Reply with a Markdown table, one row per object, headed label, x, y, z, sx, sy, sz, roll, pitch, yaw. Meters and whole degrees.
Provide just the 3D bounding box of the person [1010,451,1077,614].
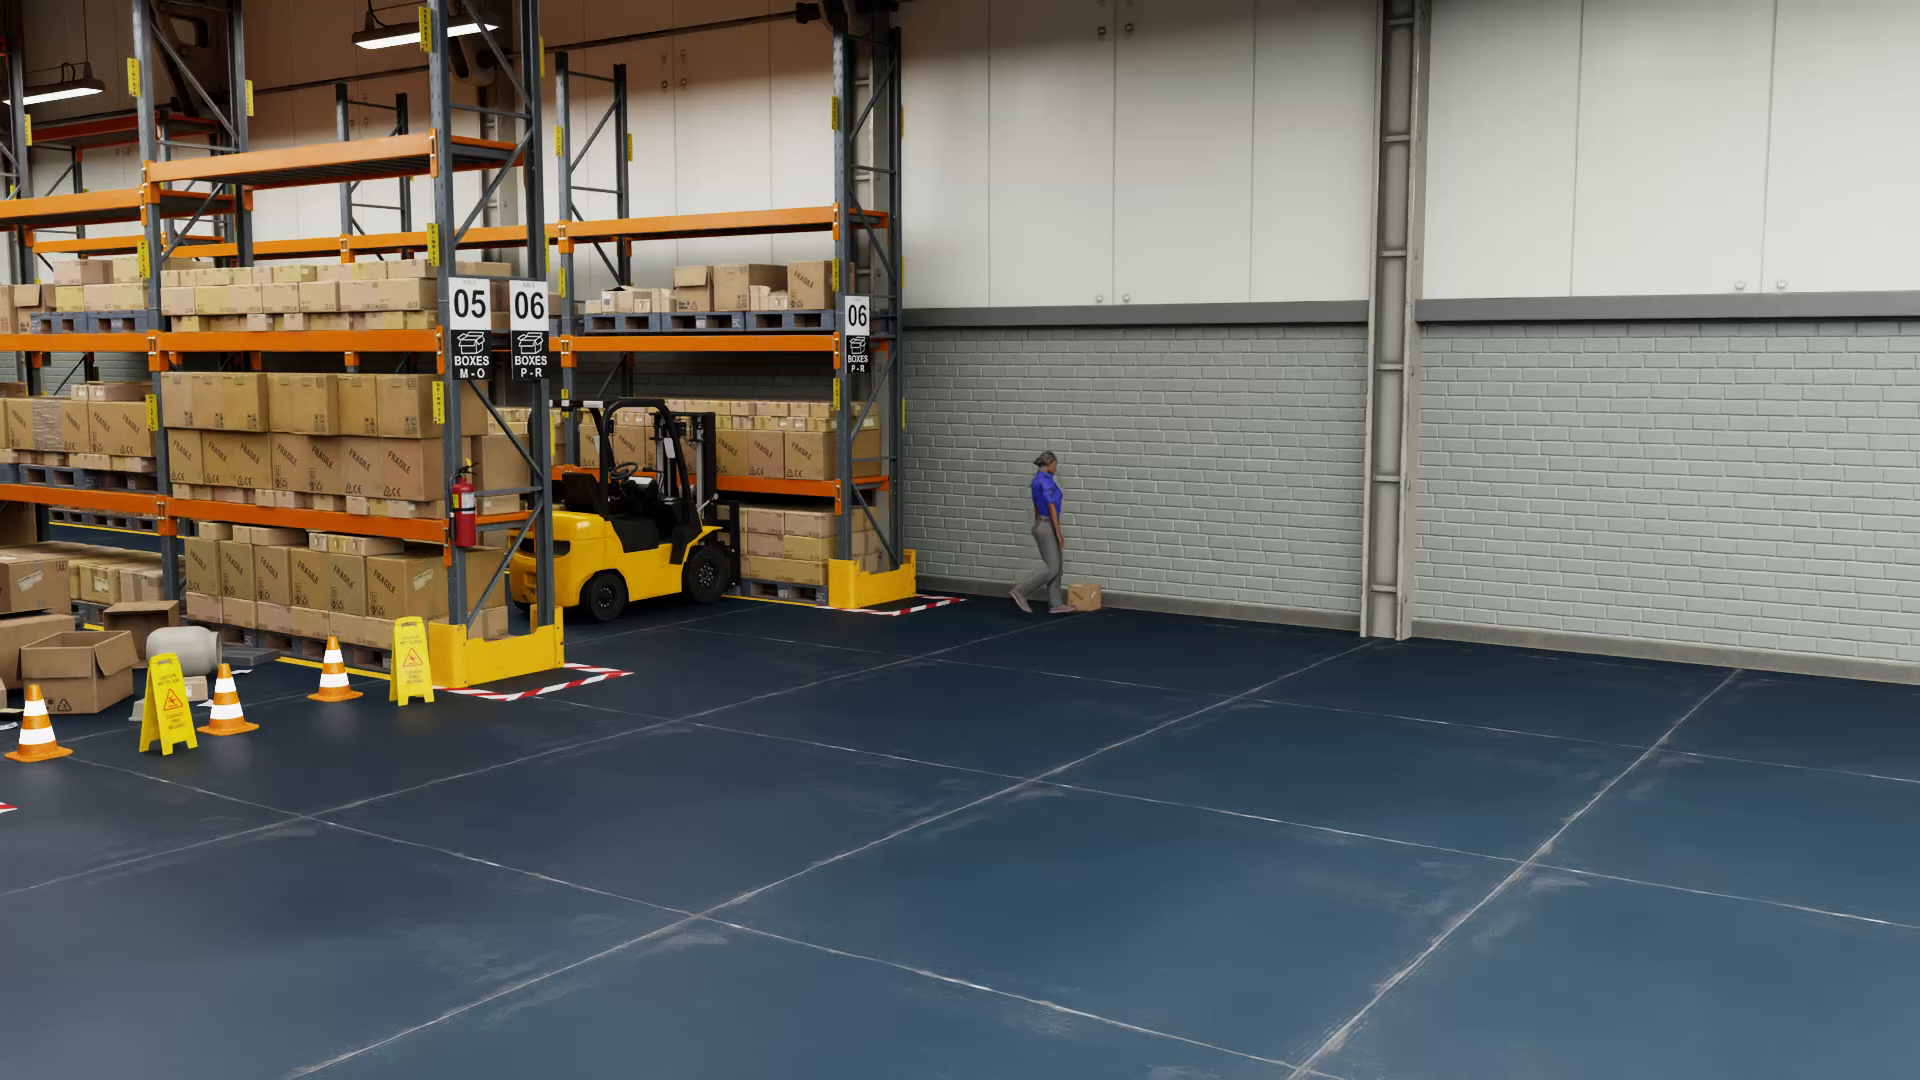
| label | x | y | z | sx | sy | sz | roll | pitch | yaw |
| --- | --- | --- | --- | --- | --- | --- | --- | --- | --- |
| person | 0.837 | -0.063 | 16.543 | 0.721 | 1.631 | 0.485 | -1 | 6 | -9 |
